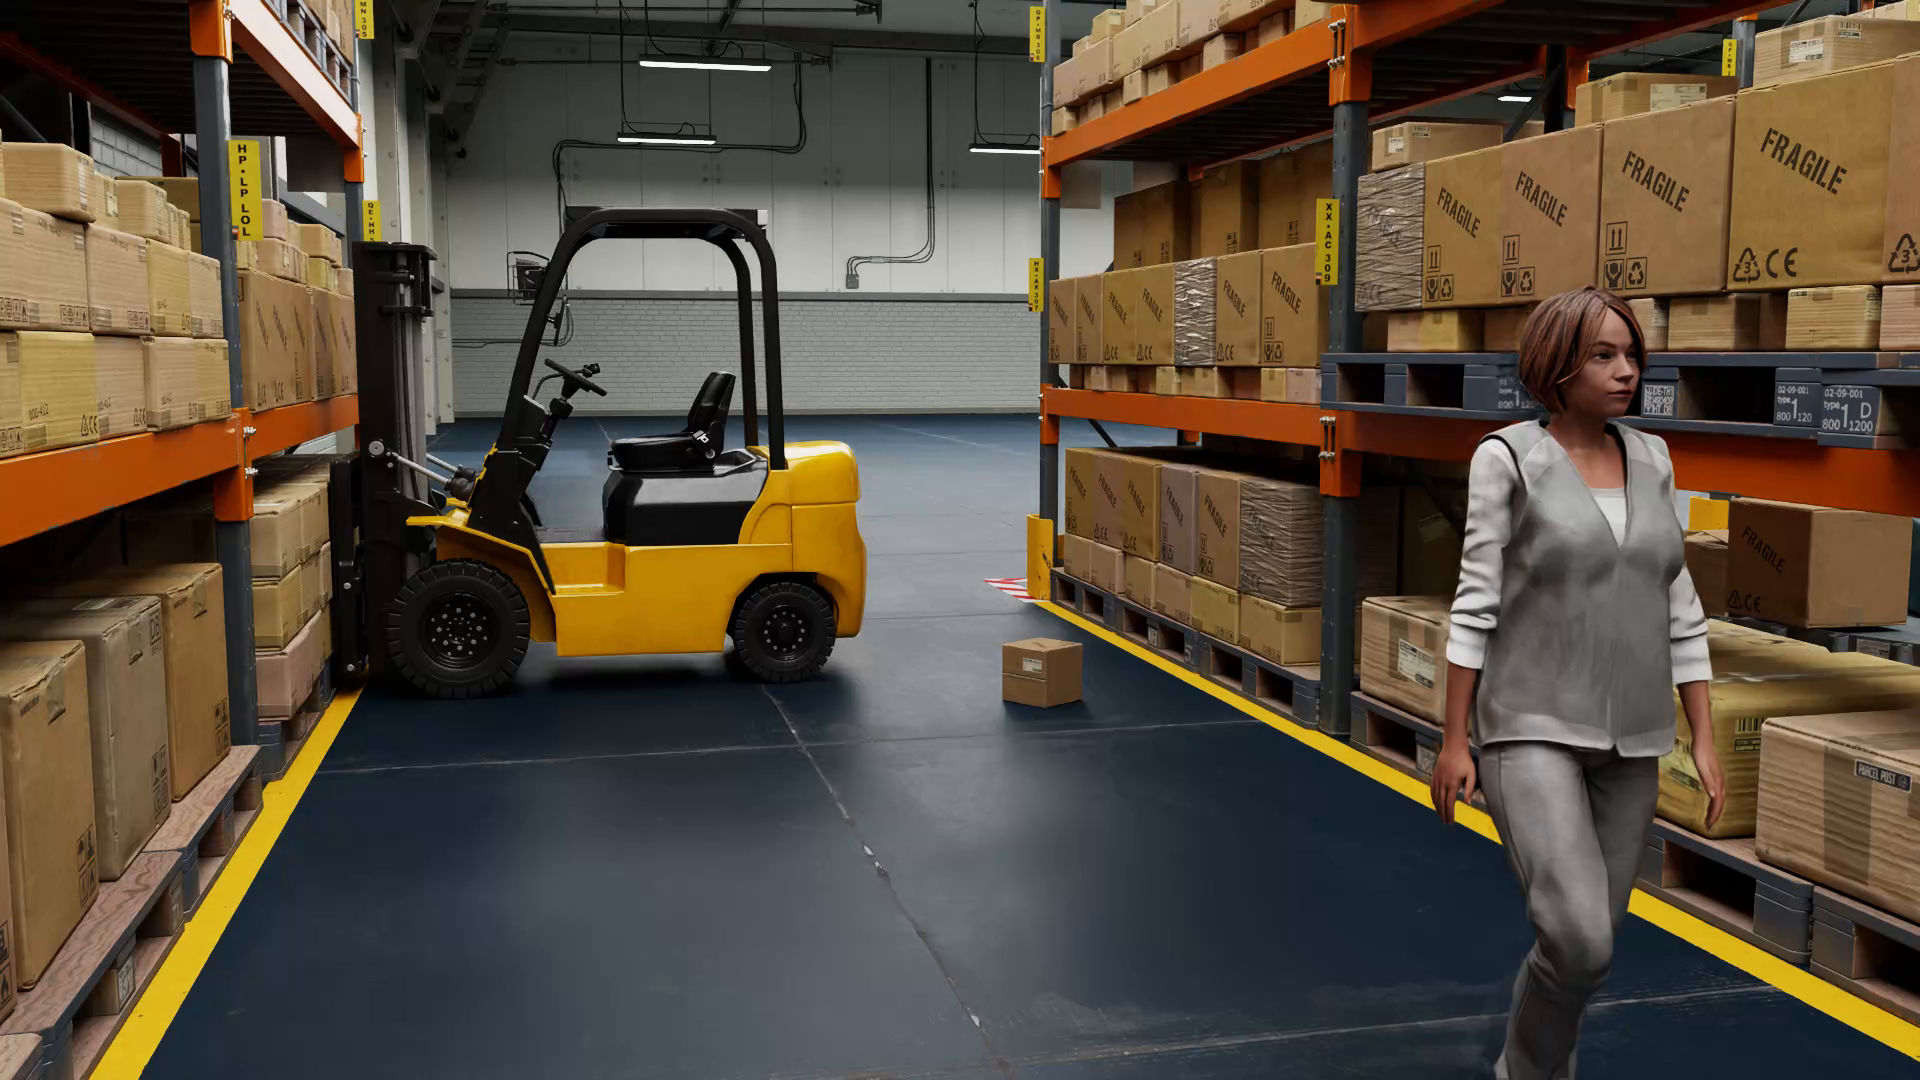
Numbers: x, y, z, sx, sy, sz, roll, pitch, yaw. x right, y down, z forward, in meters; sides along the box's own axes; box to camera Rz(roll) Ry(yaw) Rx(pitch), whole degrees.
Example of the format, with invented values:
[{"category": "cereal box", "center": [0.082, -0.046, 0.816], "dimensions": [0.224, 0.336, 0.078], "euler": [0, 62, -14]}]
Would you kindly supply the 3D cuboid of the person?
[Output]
[{"category": "person", "center": [1.067, 0.374, 2.847], "dimensions": [0.447, 1.608, 0.470], "euler": [-2, 7, -14]}]
